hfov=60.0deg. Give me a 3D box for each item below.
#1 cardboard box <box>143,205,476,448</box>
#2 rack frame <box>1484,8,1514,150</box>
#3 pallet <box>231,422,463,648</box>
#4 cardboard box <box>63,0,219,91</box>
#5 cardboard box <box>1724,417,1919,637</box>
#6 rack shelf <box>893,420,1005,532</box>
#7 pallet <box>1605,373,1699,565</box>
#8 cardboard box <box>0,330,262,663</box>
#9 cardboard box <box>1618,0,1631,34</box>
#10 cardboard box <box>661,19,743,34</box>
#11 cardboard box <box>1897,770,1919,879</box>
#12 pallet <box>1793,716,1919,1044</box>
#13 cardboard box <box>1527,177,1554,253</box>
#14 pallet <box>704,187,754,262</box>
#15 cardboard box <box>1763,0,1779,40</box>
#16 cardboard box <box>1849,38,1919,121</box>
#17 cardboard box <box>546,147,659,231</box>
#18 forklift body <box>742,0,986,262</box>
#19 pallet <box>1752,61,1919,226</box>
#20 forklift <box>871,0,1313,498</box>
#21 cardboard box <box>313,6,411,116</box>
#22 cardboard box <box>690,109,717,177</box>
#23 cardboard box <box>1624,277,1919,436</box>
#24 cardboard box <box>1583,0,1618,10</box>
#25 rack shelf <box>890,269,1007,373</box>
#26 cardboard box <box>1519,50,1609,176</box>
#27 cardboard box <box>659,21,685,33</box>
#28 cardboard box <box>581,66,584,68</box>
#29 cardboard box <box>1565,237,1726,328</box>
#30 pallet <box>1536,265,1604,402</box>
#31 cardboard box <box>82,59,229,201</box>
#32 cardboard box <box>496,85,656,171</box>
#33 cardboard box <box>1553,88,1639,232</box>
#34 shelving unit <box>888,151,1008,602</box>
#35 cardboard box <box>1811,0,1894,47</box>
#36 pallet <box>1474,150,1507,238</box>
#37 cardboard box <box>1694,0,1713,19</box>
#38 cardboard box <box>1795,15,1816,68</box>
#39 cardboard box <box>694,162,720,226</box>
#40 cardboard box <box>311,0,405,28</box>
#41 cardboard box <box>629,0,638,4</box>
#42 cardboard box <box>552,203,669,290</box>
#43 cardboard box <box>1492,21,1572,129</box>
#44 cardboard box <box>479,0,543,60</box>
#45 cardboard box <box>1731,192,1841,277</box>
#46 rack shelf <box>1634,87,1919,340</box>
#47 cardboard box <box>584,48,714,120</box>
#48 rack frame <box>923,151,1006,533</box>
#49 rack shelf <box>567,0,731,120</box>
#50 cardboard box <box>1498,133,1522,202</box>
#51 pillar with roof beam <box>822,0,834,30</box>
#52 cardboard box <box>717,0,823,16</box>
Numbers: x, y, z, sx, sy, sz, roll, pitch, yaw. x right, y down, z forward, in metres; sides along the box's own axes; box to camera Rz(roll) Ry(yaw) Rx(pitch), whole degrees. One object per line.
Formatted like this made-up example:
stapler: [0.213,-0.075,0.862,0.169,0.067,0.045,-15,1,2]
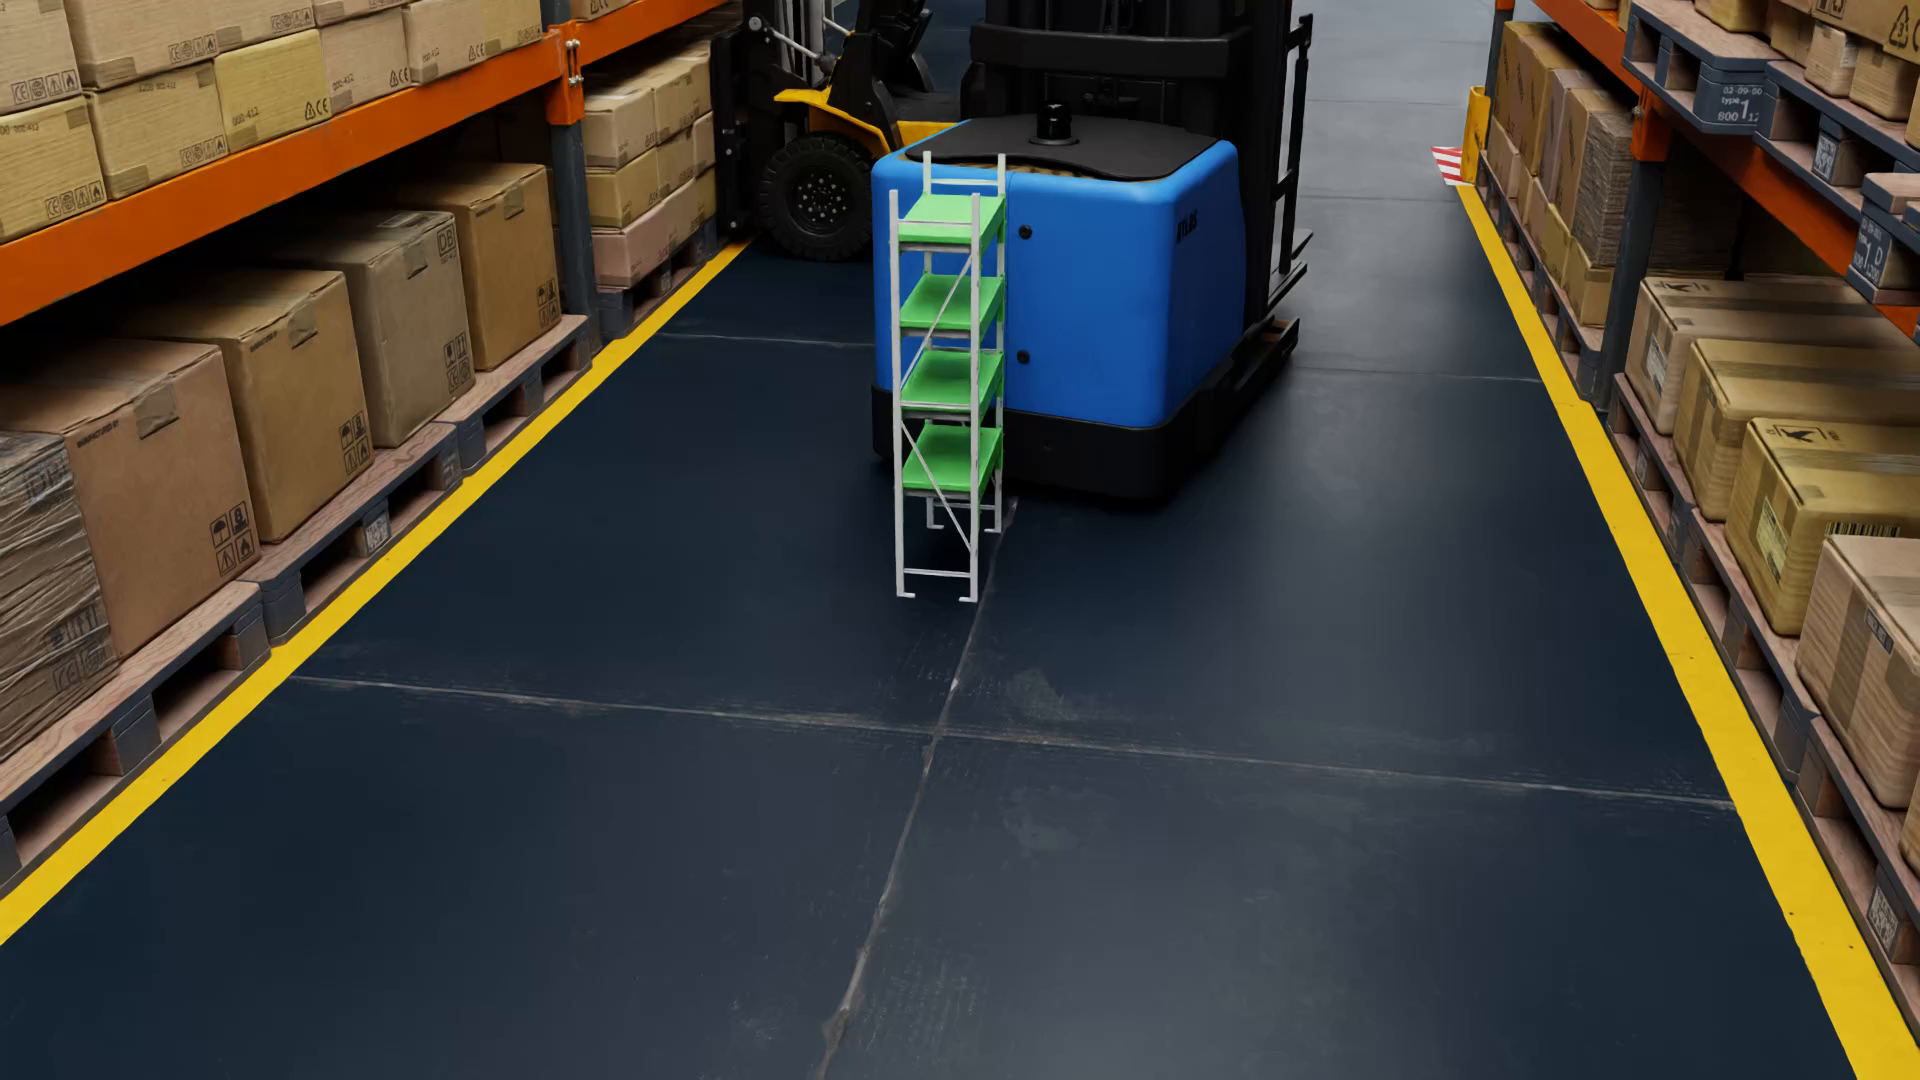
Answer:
cardboard box: [-2.205,-0.736,5.590,0.875,0.625,0.625,4,25,8]
rack frame: [3.555,-3.495,9.178,1.000,3.000,0.127,4,25,9]
pallet: [-2.275,-0.079,5.169,1.003,0.211,1.213,4,25,9]
cardboard box: [-2.150,-1.245,3.960,0.500,0.250,0.500,3,25,7]
cardboard box: [2.592,-0.011,4.339,0.950,0.372,0.625,5,26,10]
rack shelf: [-0.027,-0.199,4.977,0.258,0.148,0.480,4,25,9]
pallet: [2.776,-0.233,5.499,1.003,0.211,1.213,4,25,9]
cardboard box: [-2.436,-0.140,4.316,0.875,0.625,0.625,5,26,10]
cardboard box: [2.687,-1.968,6.213,0.380,0.149,0.250,5,25,10]
cardboard box: [-1.260,-2.595,8.824,0.500,0.250,0.500,4,25,9]
cardboard box: [2.350,0.615,3.001,0.950,0.372,0.625,2,25,5]
pallet: [2.377,0.787,3.319,1.003,0.211,1.213,4,25,9]
cardboard box: [2.898,-1.468,7.597,0.500,0.250,0.500,4,25,9]
pallet: [-1.628,-1.743,8.724,1.003,0.211,1.213,4,25,9]
cardboard box: [2.479,-1.461,4.635,0.380,0.149,0.250,6,26,12]
cardboard box: [2.244,-1.032,3.718,0.380,0.149,0.250,3,25,7]
cardboard box: [-1.613,-1.516,7.110,0.500,0.250,0.500,4,25,8]
forklift body: [0.147,-2.533,8.125,2.313,2.155,1.214,4,25,9]
pallet: [2.531,-0.893,3.845,1.003,0.211,1.213,4,25,9]
forklift: [0.750,-2.059,6.191,1.130,2.935,3.031,10,27,21]
cardboard box: [-2.009,-1.451,4.989,0.500,0.250,0.500,4,25,9]
cardboard box: [-1.439,-1.937,8.008,0.500,0.250,0.500,4,25,8]
cardboard box: [2.818,-0.602,5.603,0.950,0.372,0.625,4,25,9]
cardboard box: [2.816,-2.289,6.898,0.380,0.149,0.250,4,25,8]
rack shelf: [-0.027,-0.634,4.773,0.258,0.148,0.480,4,25,9]
cardboard box: [2.976,-2.023,7.897,0.500,0.500,0.500,5,25,10]
cardboard box: [-1.778,-2.629,8.898,0.500,0.250,0.500,4,25,8]
cardboard box: [-1.943,-2.205,7.991,0.500,0.250,0.500,4,25,9]
cardboard box: [2.733,-1.033,6.666,0.500,0.250,0.500,5,26,11]
pallet: [2.976,-0.842,6.800,1.003,0.211,1.213,4,25,9]
cardboard box: [-2.172,-1.018,4.063,0.500,0.250,0.500,3,25,7]
cardboard box: [-1.608,-1.743,7.003,0.500,0.250,0.500,4,25,8]
cardboard box: [2.815,-1.585,6.962,0.500,0.500,0.500,4,25,9]
shelving unit: [-0.027,-0.474,4.848,0.258,1.200,0.503,4,25,9]
cardboard box: [2.293,-1.385,3.706,0.500,0.500,0.500,3,25,6]
pallet: [3.375,-1.863,8.981,1.003,0.211,1.213,4,25,9]
cardboard box: [2.499,-1.689,5.121,0.380,0.149,0.250,4,25,9]
cardboard box: [2.353,-1.253,4.190,0.380,0.149,0.250,4,25,9]
cardboard box: [-1.454,-1.718,8.130,0.500,0.250,0.500,4,25,9]
cardboard box: [-1.991,-1.671,4.868,0.500,0.250,0.500,5,25,10]
cardboard box: [-1.597,-2.596,7.140,0.500,0.500,0.500,4,25,9]
cardboard box: [-1.591,-1.288,7.212,0.500,0.250,0.500,4,25,9]
cardboard box: [3.147,-2.451,8.812,0.500,0.500,0.500,3,25,7]
cardboard box: [-1.821,-1.867,5.878,0.500,0.250,0.500,5,25,10]
cardboard box: [3.264,-1.334,6.426,0.500,0.500,0.500,5,26,11]
rack shelf: [2.574,-0.660,3.969,1.077,0.370,4.000,4,25,9]
cardboard box: [-1.444,-2.165,7.905,0.500,0.250,0.500,5,26,10]
rack frame: [0.013,-0.576,5.066,0.240,1.200,0.015,4,25,9]
rack shelf: [-1.669,-2.675,8.275,1.077,0.370,4.000,4,25,9]
cardboard box: [3.060,-1.909,8.537,0.500,0.250,0.500,5,26,10]
pillar with roof beam: [2.882,-8.537,12.873,9.100,9.000,0.400,4,25,9]
cardboard box: [-1.110,-3.021,9.734,0.500,0.250,0.500,5,26,10]
